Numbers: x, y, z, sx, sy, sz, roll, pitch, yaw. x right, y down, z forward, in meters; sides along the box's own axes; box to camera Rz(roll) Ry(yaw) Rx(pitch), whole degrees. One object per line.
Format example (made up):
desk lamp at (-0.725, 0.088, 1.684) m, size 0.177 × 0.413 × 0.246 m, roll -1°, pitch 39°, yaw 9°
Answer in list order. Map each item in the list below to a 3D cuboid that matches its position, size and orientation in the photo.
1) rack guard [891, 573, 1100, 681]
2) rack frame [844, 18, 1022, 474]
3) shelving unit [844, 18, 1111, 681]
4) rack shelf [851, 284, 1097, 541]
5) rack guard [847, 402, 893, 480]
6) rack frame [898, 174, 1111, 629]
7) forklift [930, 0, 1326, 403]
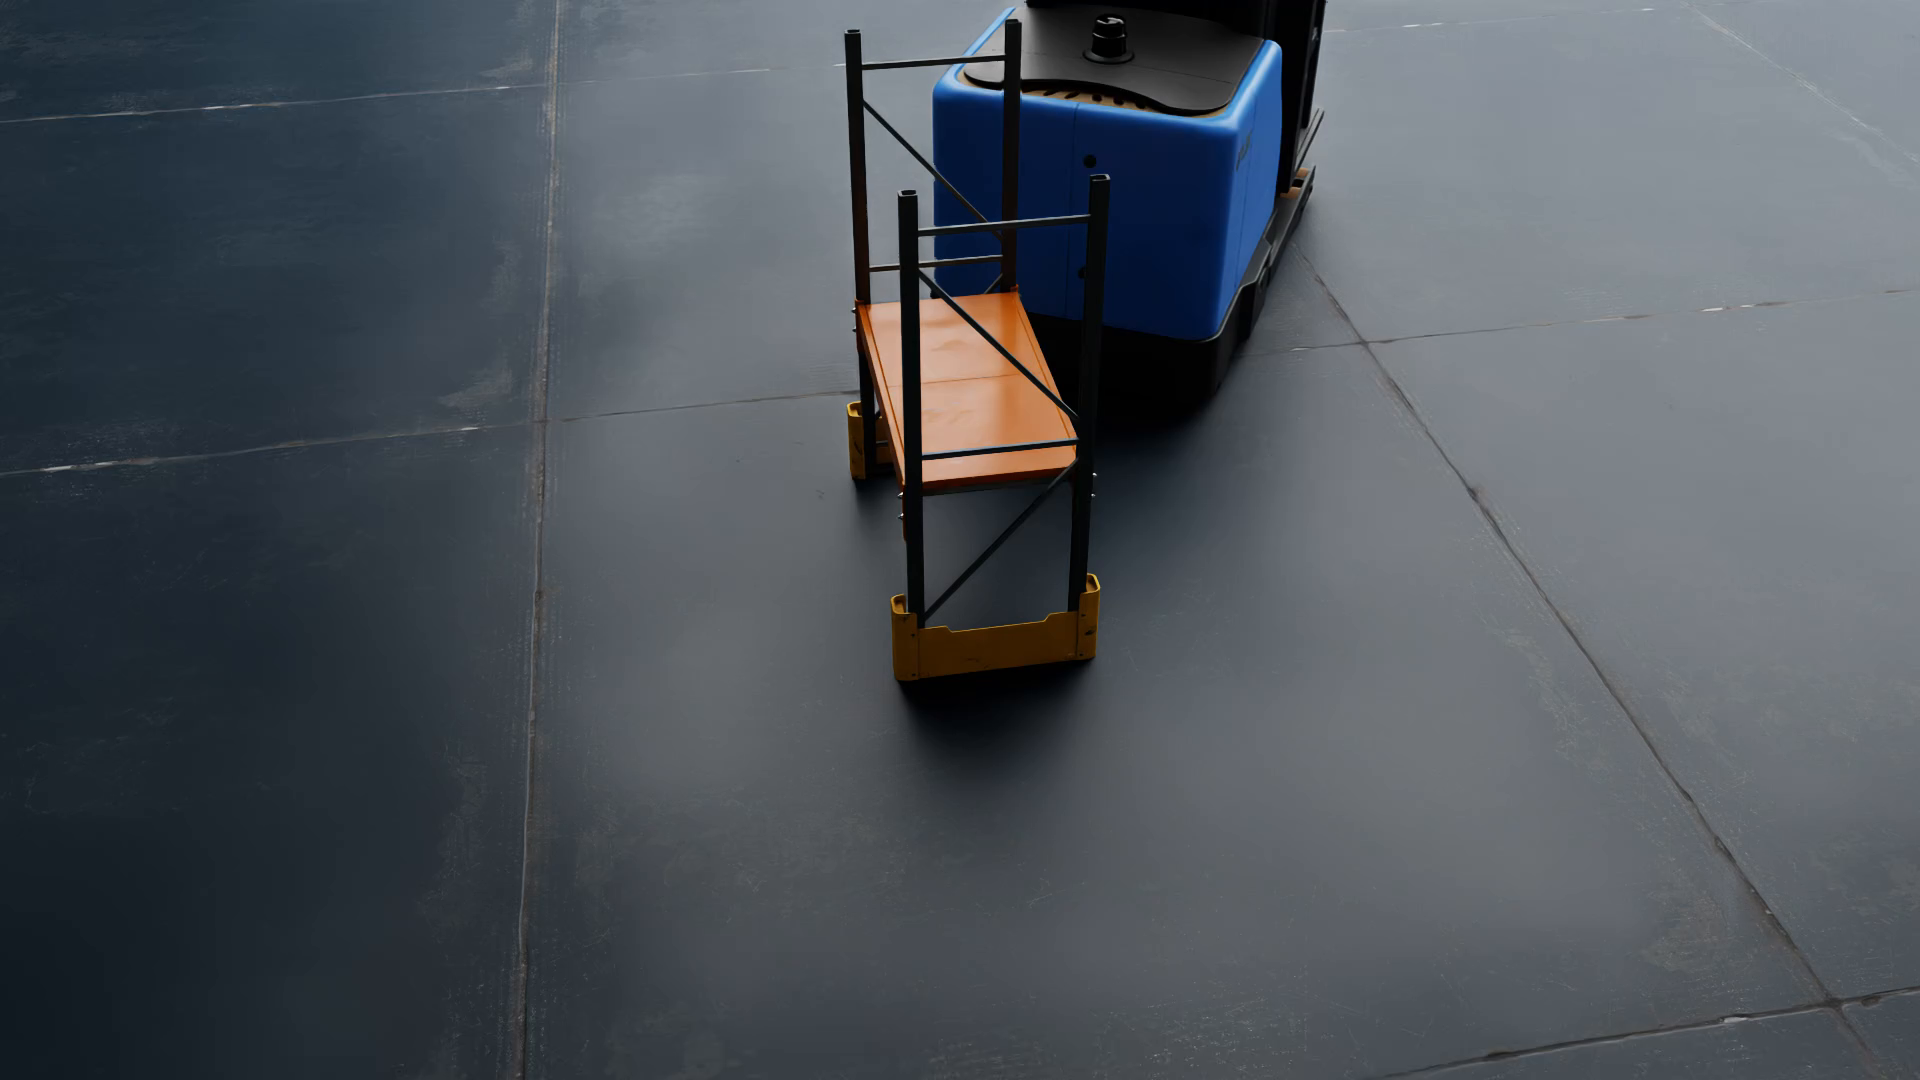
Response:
rack guard at (0.101, 0.248, 4.727) m, size 0.587 × 0.250 × 0.087 m, roll -6°, pitch 38°, yaw -8°
rack frame at (-0.074, -0.848, 5.119) m, size 0.500 × 1.500 × 0.032 m, roll -6°, pitch 38°, yaw -8°
shelving unit at (0.013, -0.546, 4.731) m, size 0.587 × 1.500 × 1.083 m, roll -6°, pitch 38°, yaw -8°
rack shelf at (0.015, -0.399, 4.834) m, size 0.538 × 0.185 × 1.000 m, roll -6°, pitch 38°, yaw -8°
rack guard at (-0.074, -0.353, 5.501) m, size 0.587 × 0.250 × 0.087 m, roll -6°, pitch 38°, yaw -8°
rack frame at (0.104, -0.234, 4.328) m, size 0.500 × 1.500 × 0.032 m, roll -6°, pitch 38°, yaw -8°
forklift at (0.869, -2.539, 6.129) m, size 1.130 × 2.935 × 3.031 m, roll 12°, pitch 40°, yaw 15°
